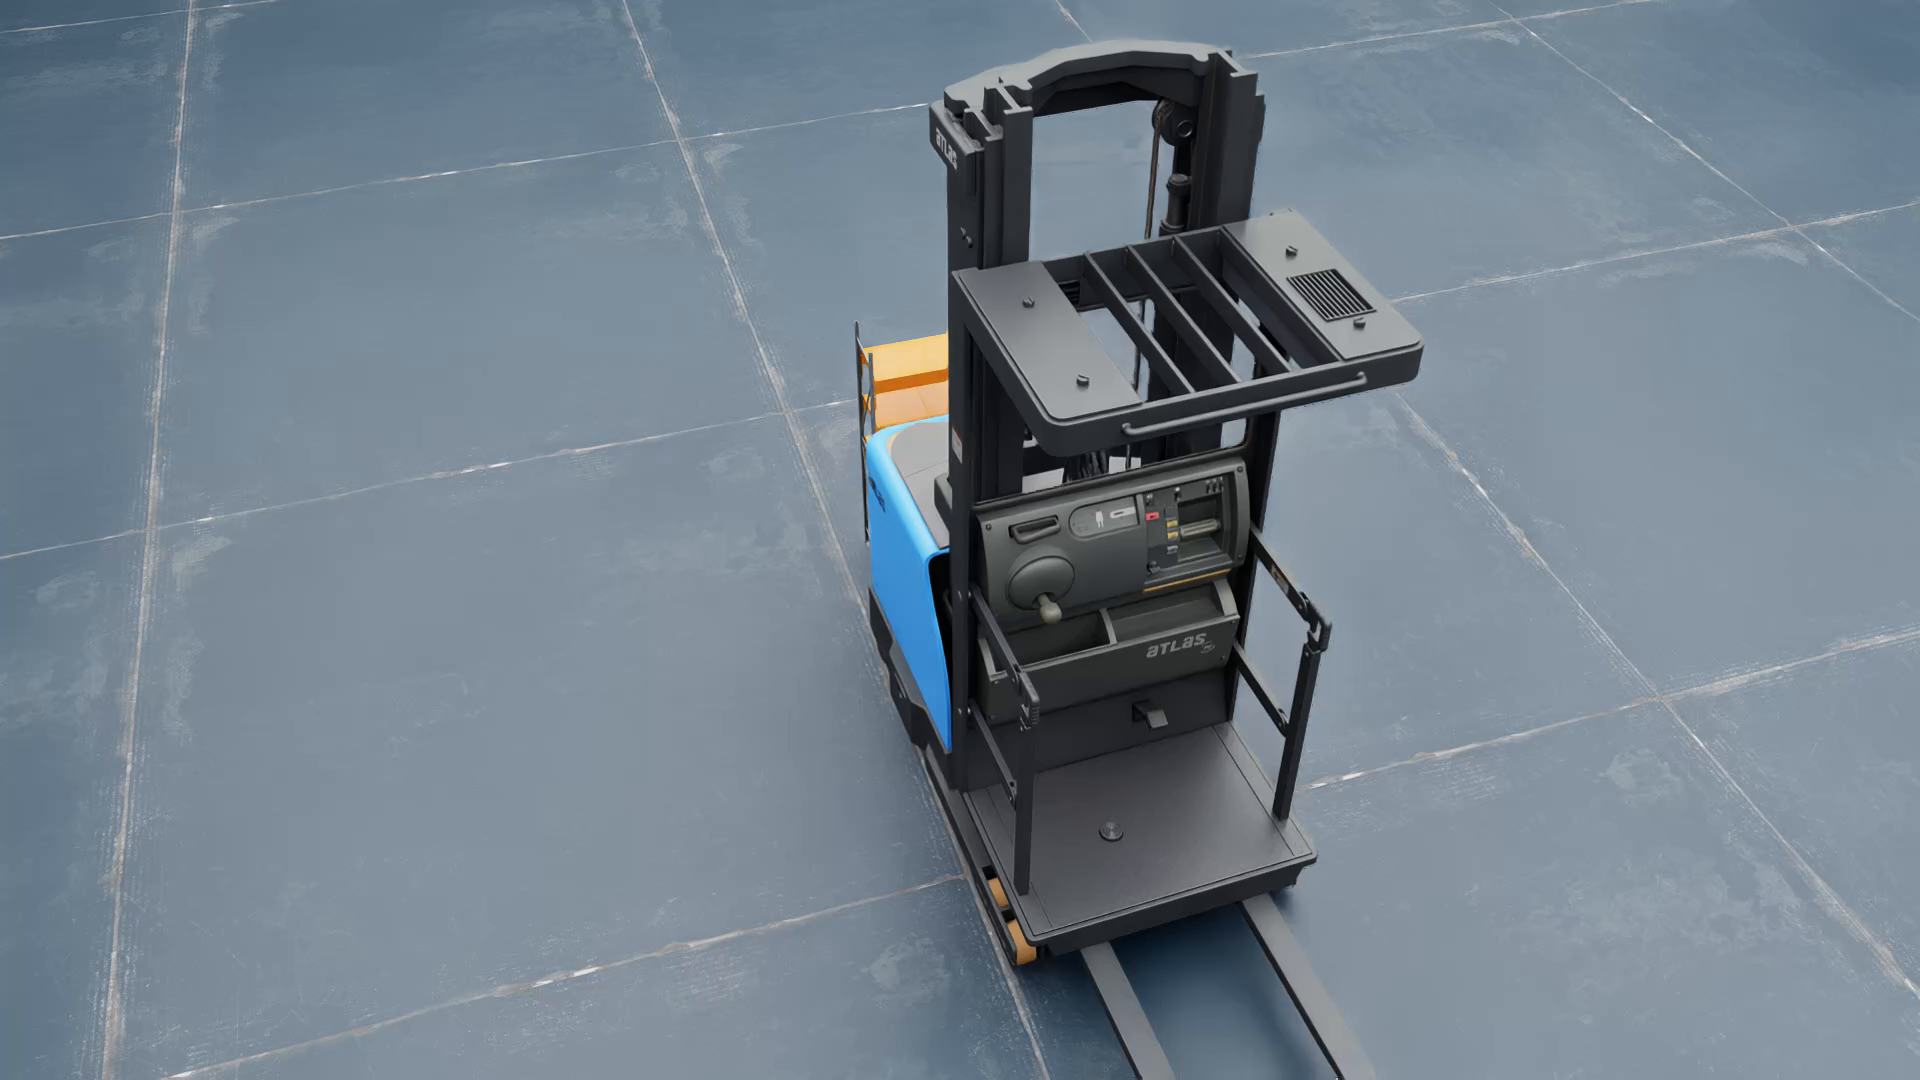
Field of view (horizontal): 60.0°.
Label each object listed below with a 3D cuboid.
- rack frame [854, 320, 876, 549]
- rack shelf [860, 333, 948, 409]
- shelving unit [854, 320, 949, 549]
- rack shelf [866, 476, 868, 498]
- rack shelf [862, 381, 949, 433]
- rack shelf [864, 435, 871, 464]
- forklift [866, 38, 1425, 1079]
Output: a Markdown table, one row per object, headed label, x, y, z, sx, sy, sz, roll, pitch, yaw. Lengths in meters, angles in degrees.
| label | x | y | z | sx | sy | sz | roll | pitch | yaw |
| --- | --- | --- | --- | --- | --- | --- | --- | --- | --- |
| rack frame | -0.391 | -0.371 | 7.112 | 0.015 | 1.200 | 0.240 | -12 | 42 | -13 |
| rack shelf | -0.158 | -0.715 | 6.909 | 0.480 | 0.148 | 0.258 | -12 | 42 | -13 |
| shelving unit | -0.158 | -0.419 | 7.167 | 0.503 | 1.200 | 0.258 | -12 | 42 | -13 |
| rack shelf | -0.158 | -0.219 | 7.342 | 0.480 | 0.148 | 0.258 | -12 | 42 | -13 |
| rack shelf | -0.158 | -0.537 | 7.064 | 0.480 | 0.148 | 0.258 | -12 | 42 | -13 |
| rack shelf | -0.158 | -0.368 | 7.212 | 0.480 | 0.148 | 0.258 | -12 | 42 | -13 |
| forklift | 0.587 | 0.089 | 5.270 | 1.130 | 2.935 | 3.031 | -13 | 43 | -14 |
